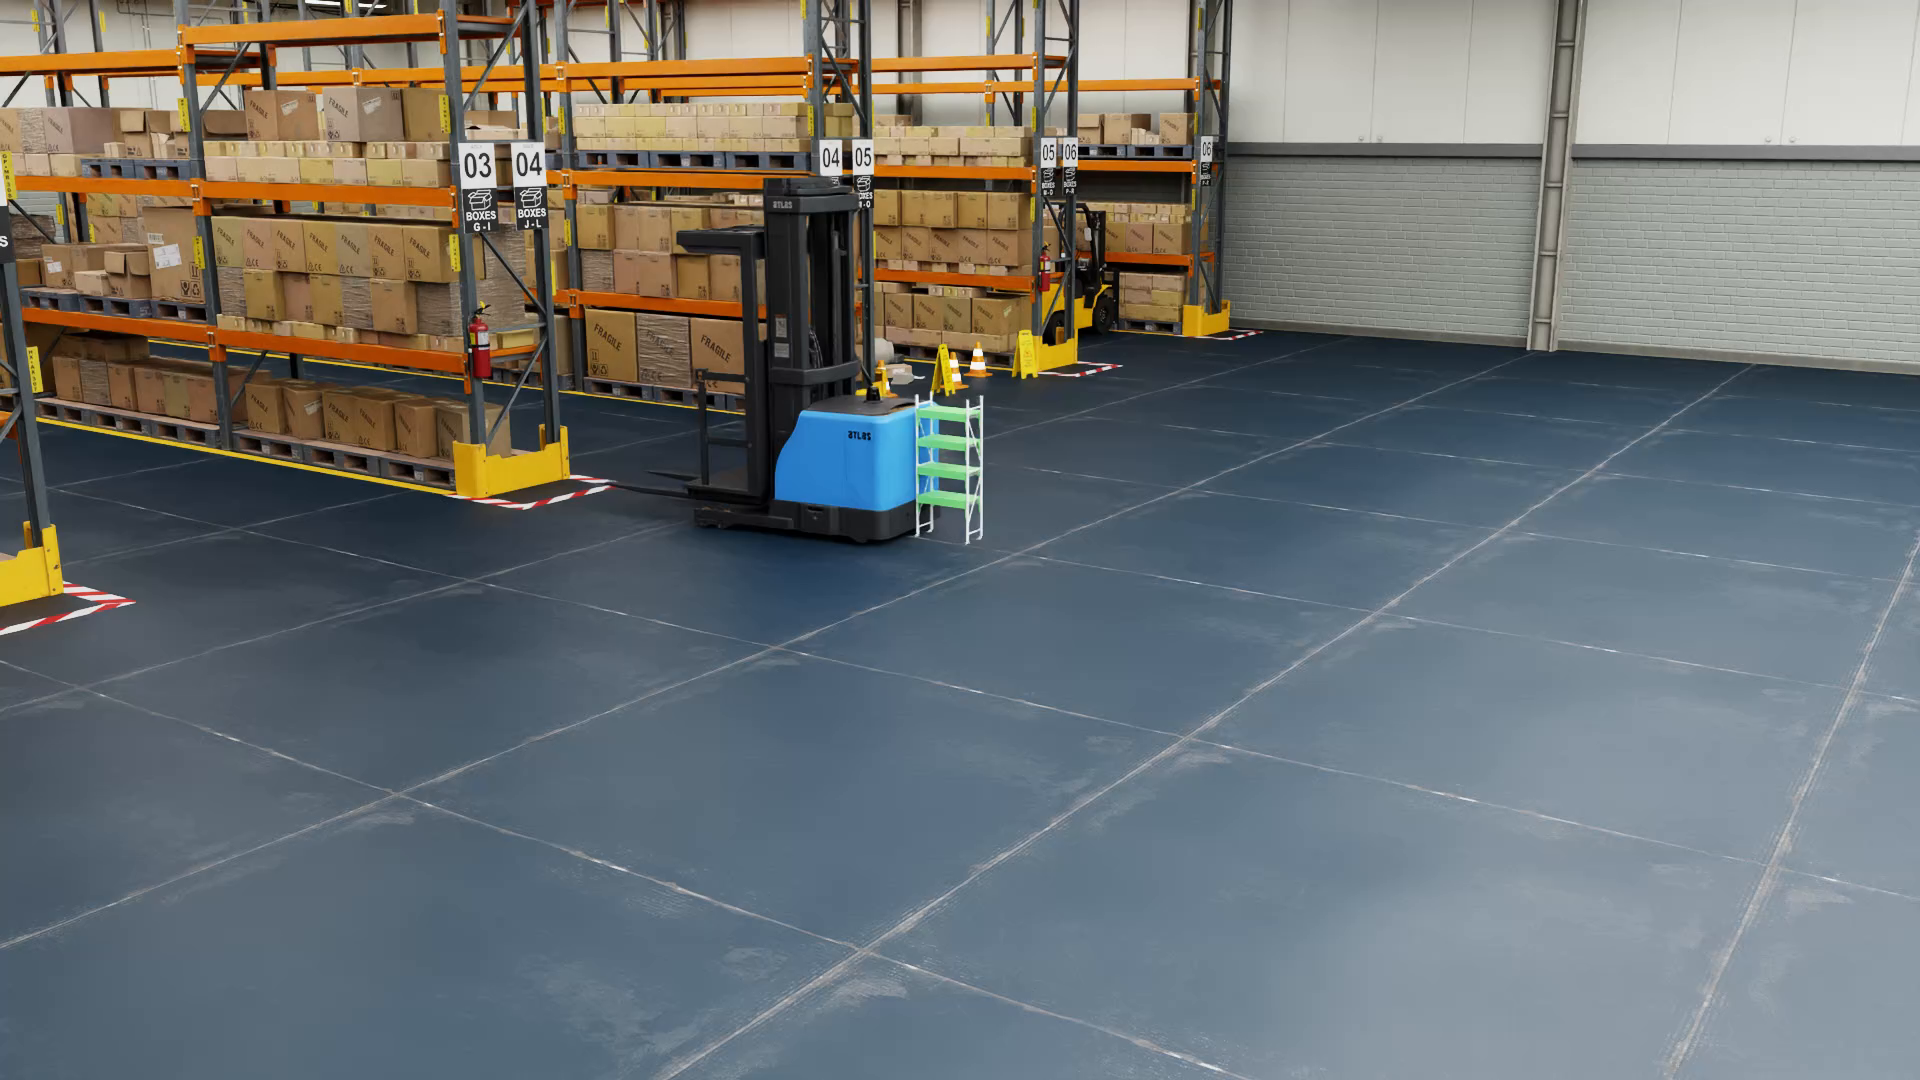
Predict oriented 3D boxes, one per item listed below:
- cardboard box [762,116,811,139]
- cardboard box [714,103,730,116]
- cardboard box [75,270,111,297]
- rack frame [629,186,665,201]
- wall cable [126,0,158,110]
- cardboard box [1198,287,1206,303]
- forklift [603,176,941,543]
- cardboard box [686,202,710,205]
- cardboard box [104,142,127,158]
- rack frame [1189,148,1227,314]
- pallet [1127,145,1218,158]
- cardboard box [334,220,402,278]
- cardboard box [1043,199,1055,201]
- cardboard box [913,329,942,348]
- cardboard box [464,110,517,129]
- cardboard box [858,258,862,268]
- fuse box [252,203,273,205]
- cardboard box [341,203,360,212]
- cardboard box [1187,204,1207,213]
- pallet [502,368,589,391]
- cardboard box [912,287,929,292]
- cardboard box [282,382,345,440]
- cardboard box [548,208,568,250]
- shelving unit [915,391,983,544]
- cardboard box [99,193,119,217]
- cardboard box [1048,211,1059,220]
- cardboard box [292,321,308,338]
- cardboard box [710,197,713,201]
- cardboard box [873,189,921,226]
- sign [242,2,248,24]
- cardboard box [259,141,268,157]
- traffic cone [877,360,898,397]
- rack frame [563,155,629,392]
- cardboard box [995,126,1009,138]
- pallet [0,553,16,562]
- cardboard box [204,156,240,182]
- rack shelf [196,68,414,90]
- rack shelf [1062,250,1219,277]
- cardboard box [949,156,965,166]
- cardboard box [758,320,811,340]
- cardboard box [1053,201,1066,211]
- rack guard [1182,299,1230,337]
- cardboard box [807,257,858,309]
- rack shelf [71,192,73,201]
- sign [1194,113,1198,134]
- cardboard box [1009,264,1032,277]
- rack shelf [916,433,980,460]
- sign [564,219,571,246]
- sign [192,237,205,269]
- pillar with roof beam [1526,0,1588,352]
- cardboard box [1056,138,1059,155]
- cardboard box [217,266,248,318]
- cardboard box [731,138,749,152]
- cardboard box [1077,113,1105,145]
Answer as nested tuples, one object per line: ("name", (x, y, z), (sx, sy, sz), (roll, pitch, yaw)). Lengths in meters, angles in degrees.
("cardboard box", (-1.912, -4.731, 19.060), (0.500, 0.250, 0.500), (9, 17, 34))
("cardboard box", (-2.660, -5.028, 19.432), (0.250, 0.149, 0.380), (9, 17, 33))
("cardboard box", (-9.578, -2.899, 18.729), (0.500, 0.250, 0.500), (9, 16, 31))
("rack frame", (-5.310, -5.014, 27.837), (0.127, 3.000, 1.000), (9, 17, 33))
("wall cable", (-16.825, -9.706, 34.305), (0.029, 3.000, 0.463), (9, 17, 33))
("cardboard box", (3.822, -4.148, 28.145), (0.500, 0.250, 0.500), (10, 17, 34))
("forklift", (-1.716, -1.622, 14.276), (3.031, 2.935, 1.130), (7, 16, 26))
("cardboard box", (-4.185, -5.166, 26.749), (0.500, 0.500, 0.500), (10, 17, 34))
("cardboard box", (-9.133, -4.280, 18.240), (0.250, 0.166, 0.380), (9, 16, 31))
("rack frame", (4.096, -4.932, 27.503), (0.127, 3.000, 1.000), (9, 17, 33))
("pallet", (3.524, -6.445, 27.557), (1.213, 0.211, 1.003), (9, 17, 33))
("cardboard box", (-5.628, -2.802, 15.991), (0.500, 0.500, 0.500), (9, 17, 33))
("cardboard box", (1.622, -5.919, 29.313), (0.250, 0.149, 0.380), (9, 17, 32))
("cardboard box", (-0.355, -3.005, 24.570), (0.500, 0.250, 0.500), (8, 16, 31))
("cardboard box", (-6.390, -5.593, 22.644), (0.500, 0.500, 0.500), (9, 17, 33))
("cardboard box", (-1.432, -4.197, 25.057), (0.250, 0.149, 0.380), (9, 17, 33))
("fuse box", (-15.346, -6.613, 36.975), (0.414, 1.711, 0.539), (9, 17, 33))
("cardboard box", (-11.276, -6.432, 31.275), (0.500, 0.500, 0.500), (9, 16, 31))
("cardboard box", (3.936, -5.527, 27.731), (0.250, 0.149, 0.380), (9, 16, 32))
("pallet", (-5.352, -2.212, 22.320), (1.213, 0.211, 1.003), (9, 17, 33))
("cardboard box", (-0.503, -3.549, 25.206), (0.500, 0.500, 0.500), (10, 17, 36))
("cardboard box", (-6.732, -1.355, 17.384), (0.500, 0.500, 0.500), (-11, 17, -36))
("cardboard box", (-5.084, -4.077, 21.760), (0.500, 0.500, 0.700), (9, 16, 32))
("shelving unit", (-0.090, -0.602, 13.756), (0.503, 1.200, 0.258), (8, 16, 30))
("cardboard box", (-13.561, -5.511, 26.936), (0.500, 0.500, 0.500), (9, 16, 32))
("cardboard box", (1.722, -5.589, 28.601), (0.250, 0.149, 0.380), (9, 17, 32))
("cardboard box", (-6.460, -2.128, 16.702), (0.250, 0.149, 0.380), (9, 17, 33))
("cardboard box", (-4.504, -6.509, 32.793), (0.500, 0.500, 0.700), (9, 17, 33))
("cardboard box", (-0.933, -4.908, 24.501), (0.500, 0.500, 0.700), (9, 16, 32))
("sign", (-11.002, -8.104, 25.560), (0.005, 0.325, 0.100), (9, 17, 33))
("cardboard box", (-6.723, -3.887, 16.521), (0.250, 0.149, 0.380), (10, 17, 34))
("traffic cone", (-0.998, -2.064, 21.197), (0.334, 0.463, 0.336), (9, 17, 33))
("rack frame", (-4.669, -3.477, 21.628), (0.127, 3.000, 1.000), (9, 17, 33))
("cardboard box", (0.691, -5.691, 23.193), (0.250, 0.149, 0.380), (10, 17, 34))
("pallet", (-7.727, 0.265, 12.314), (1.213, 0.211, 1.003), (9, 17, 33))
("cardboard box", (-7.291, -3.774, 16.895), (0.500, 0.250, 0.500), (8, 16, 31))
("rack shelf", (-9.648, -6.651, 24.292), (4.000, 0.370, 1.077), (9, 17, 33))
("rack shelf", (2.436, -4.851, 28.673), (4.000, 0.370, 1.077), (9, 17, 33))
("cardboard box", (0.044, -5.408, 23.708), (0.250, 0.149, 0.380), (9, 17, 32))
("cardboard box", (-1.950, -2.191, 19.980), (0.875, 0.875, 0.875), (9, 17, 33))
("cardboard box", (1.746, -5.740, 28.592), (0.250, 0.149, 0.380), (9, 16, 32))
("rack guard", (4.116, -3.715, 27.790), (0.348, 0.500, 1.175), (9, 17, 33))
("cardboard box", (-1.683, -3.054, 19.608), (0.550, 0.550, 0.875), (9, 17, 33))
("rack shelf", (-12.500, -4.413, 20.664), (4.000, 0.370, 1.077), (9, 17, 33))
("sign", (3.781, -6.673, 26.616), (0.005, 0.325, 0.100), (9, 17, 33))
("cardboard box", (0.899, -3.827, 23.563), (0.250, 0.149, 0.380), (10, 17, 35))
("rack shelf", (-0.090, -0.773, 13.714), (0.480, 0.148, 0.258), (8, 16, 30))
("sign", (-4.964, -3.891, 21.056), (0.005, 0.325, 0.100), (9, 17, 33))
("sign", (-7.828, -2.953, 17.100), (0.005, 0.325, 0.100), (9, 17, 33))
("pillar with roof beam", (6.597, -6.454, 21.167), (0.400, 9.000, 9.100), (9, 17, 33))
("cardboard box", (1.060, -5.590, 23.612), (0.500, 0.250, 0.500), (9, 16, 32))
("cardboard box", (-7.182, -2.622, 17.346), (0.500, 0.500, 0.875), (9, 17, 33))
("cardboard box", (-2.447, -4.607, 19.389), (0.250, 0.149, 0.380), (9, 17, 33))
("cardboard box", (2.334, -6.944, 28.094), (0.637, 0.503, 0.797), (10, 17, 35))
